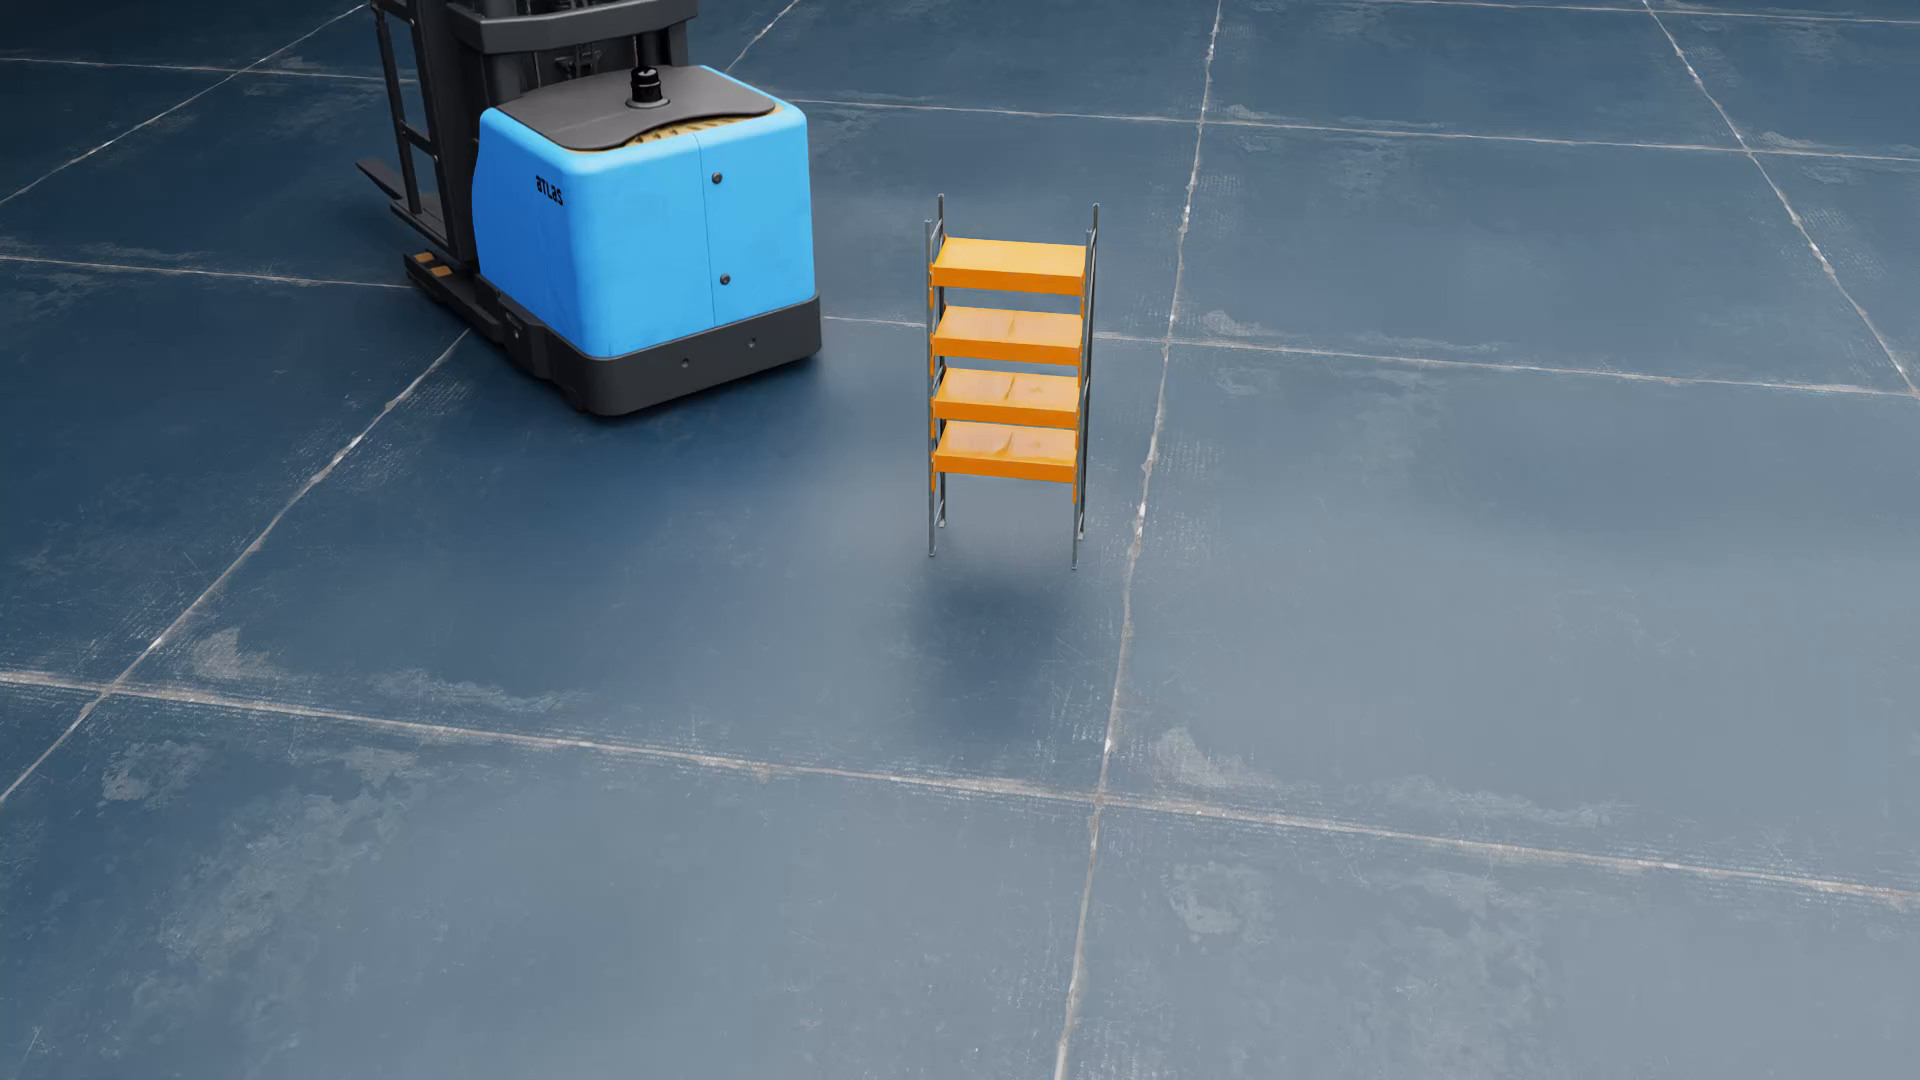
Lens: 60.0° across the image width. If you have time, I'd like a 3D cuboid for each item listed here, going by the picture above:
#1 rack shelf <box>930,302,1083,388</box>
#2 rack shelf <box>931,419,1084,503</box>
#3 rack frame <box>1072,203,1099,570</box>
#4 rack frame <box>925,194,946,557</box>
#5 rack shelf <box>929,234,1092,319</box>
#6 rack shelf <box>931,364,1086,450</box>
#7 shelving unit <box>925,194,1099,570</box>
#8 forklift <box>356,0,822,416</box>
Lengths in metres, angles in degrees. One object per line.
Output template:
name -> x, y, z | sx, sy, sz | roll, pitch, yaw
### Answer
rack shelf -> 0.163, -0.626, 5.325 | 0.480, 0.148, 0.258 | 5, 32, 8
rack shelf -> 0.163, -0.268, 5.549 | 0.480, 0.148, 0.258 | 5, 32, 8
rack frame -> 0.404, -0.472, 5.373 | 0.015, 1.200, 0.240 | 5, 32, 8
rack frame -> -0.077, -0.516, 5.443 | 0.015, 1.200, 0.240 | 5, 32, 8
rack shelf -> 0.163, -0.827, 5.200 | 0.480, 0.148, 0.258 | 5, 32, 8
rack shelf -> 0.163, -0.437, 5.444 | 0.480, 0.148, 0.258 | 5, 32, 8
shelving unit -> 0.163, -0.494, 5.408 | 0.503, 1.200, 0.258 | 5, 32, 8
forklift -> -1.866, -2.441, 6.888 | 1.130, 2.935, 3.031 | -22, 38, -31
